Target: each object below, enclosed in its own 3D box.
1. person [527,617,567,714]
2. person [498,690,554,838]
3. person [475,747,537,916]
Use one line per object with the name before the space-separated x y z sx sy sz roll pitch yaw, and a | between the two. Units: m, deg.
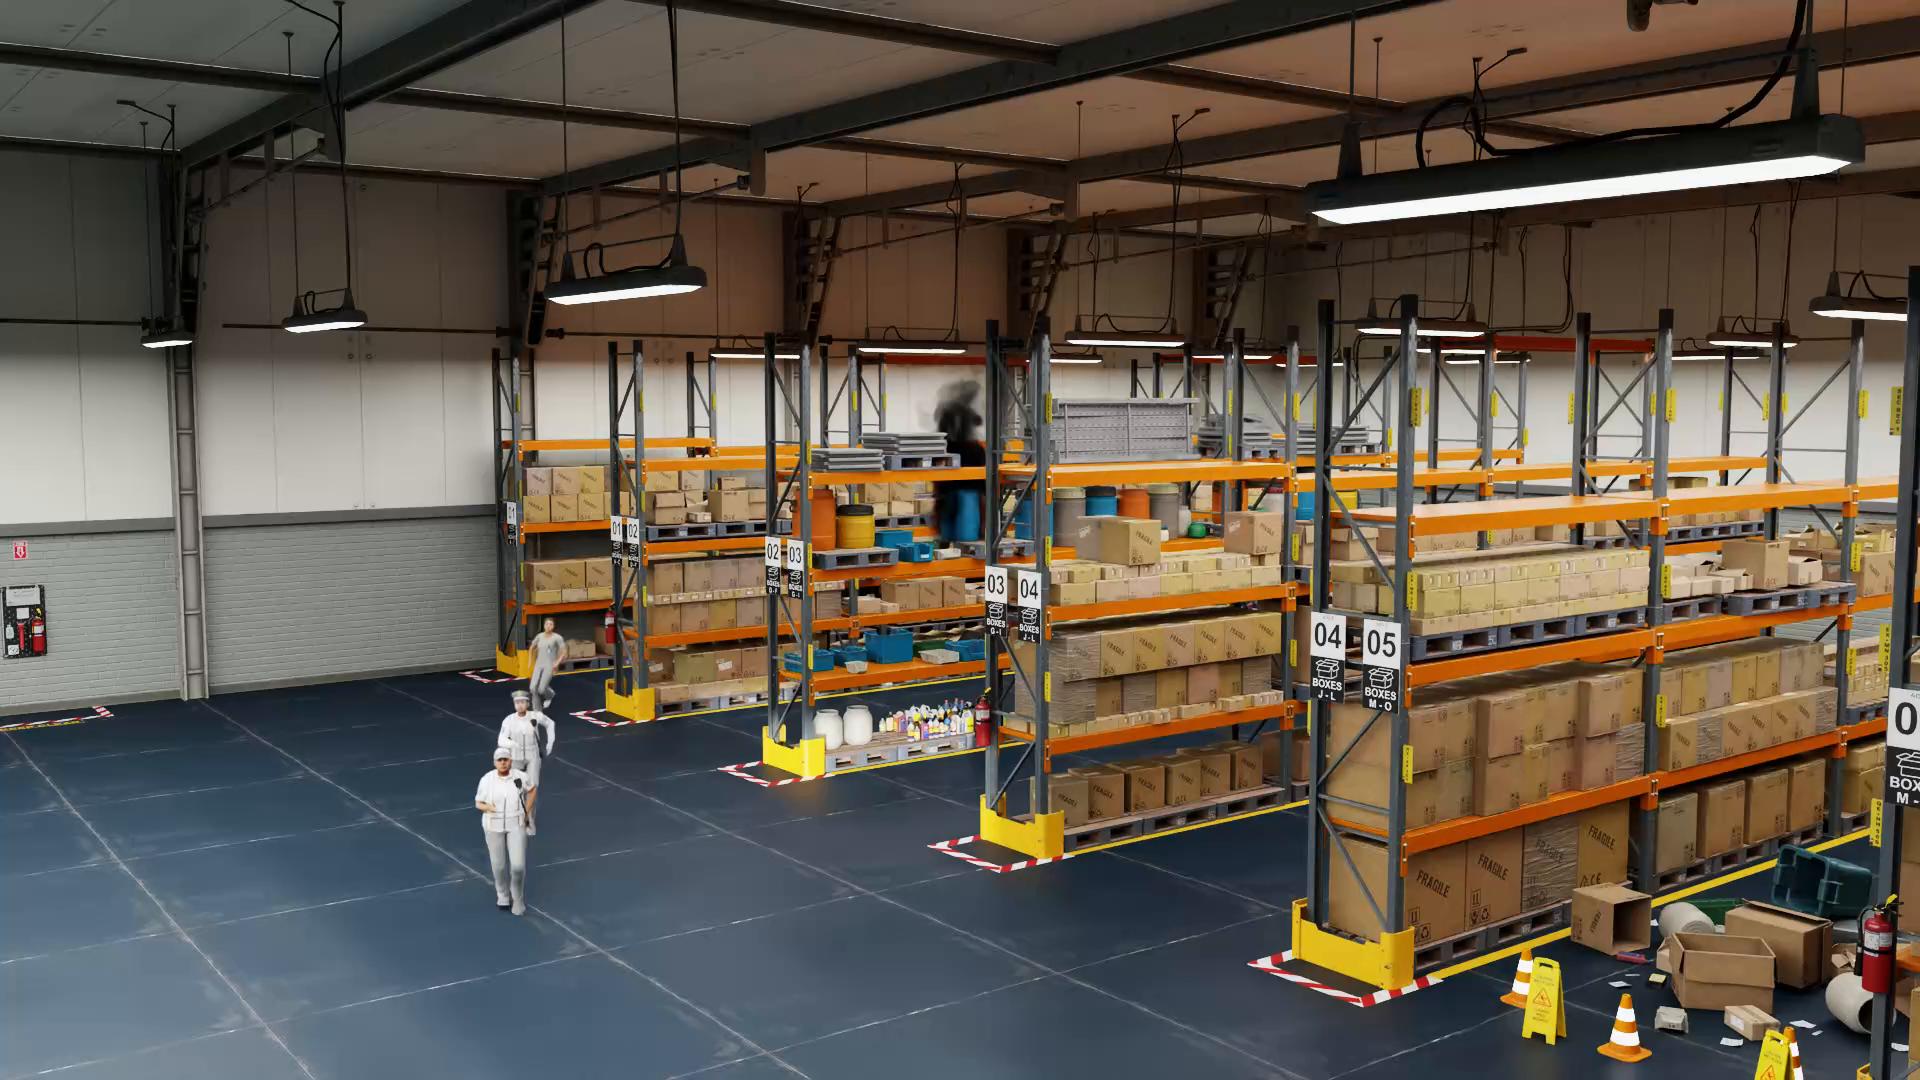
person | -6.612 2.032 26.660 0.606 1.616 0.556 1 5 11
person | -5.103 2.605 19.602 0.622 1.729 0.866 -1 5 -8
person | -4.507 2.900 16.516 0.586 1.695 0.661 -1 5 -12
